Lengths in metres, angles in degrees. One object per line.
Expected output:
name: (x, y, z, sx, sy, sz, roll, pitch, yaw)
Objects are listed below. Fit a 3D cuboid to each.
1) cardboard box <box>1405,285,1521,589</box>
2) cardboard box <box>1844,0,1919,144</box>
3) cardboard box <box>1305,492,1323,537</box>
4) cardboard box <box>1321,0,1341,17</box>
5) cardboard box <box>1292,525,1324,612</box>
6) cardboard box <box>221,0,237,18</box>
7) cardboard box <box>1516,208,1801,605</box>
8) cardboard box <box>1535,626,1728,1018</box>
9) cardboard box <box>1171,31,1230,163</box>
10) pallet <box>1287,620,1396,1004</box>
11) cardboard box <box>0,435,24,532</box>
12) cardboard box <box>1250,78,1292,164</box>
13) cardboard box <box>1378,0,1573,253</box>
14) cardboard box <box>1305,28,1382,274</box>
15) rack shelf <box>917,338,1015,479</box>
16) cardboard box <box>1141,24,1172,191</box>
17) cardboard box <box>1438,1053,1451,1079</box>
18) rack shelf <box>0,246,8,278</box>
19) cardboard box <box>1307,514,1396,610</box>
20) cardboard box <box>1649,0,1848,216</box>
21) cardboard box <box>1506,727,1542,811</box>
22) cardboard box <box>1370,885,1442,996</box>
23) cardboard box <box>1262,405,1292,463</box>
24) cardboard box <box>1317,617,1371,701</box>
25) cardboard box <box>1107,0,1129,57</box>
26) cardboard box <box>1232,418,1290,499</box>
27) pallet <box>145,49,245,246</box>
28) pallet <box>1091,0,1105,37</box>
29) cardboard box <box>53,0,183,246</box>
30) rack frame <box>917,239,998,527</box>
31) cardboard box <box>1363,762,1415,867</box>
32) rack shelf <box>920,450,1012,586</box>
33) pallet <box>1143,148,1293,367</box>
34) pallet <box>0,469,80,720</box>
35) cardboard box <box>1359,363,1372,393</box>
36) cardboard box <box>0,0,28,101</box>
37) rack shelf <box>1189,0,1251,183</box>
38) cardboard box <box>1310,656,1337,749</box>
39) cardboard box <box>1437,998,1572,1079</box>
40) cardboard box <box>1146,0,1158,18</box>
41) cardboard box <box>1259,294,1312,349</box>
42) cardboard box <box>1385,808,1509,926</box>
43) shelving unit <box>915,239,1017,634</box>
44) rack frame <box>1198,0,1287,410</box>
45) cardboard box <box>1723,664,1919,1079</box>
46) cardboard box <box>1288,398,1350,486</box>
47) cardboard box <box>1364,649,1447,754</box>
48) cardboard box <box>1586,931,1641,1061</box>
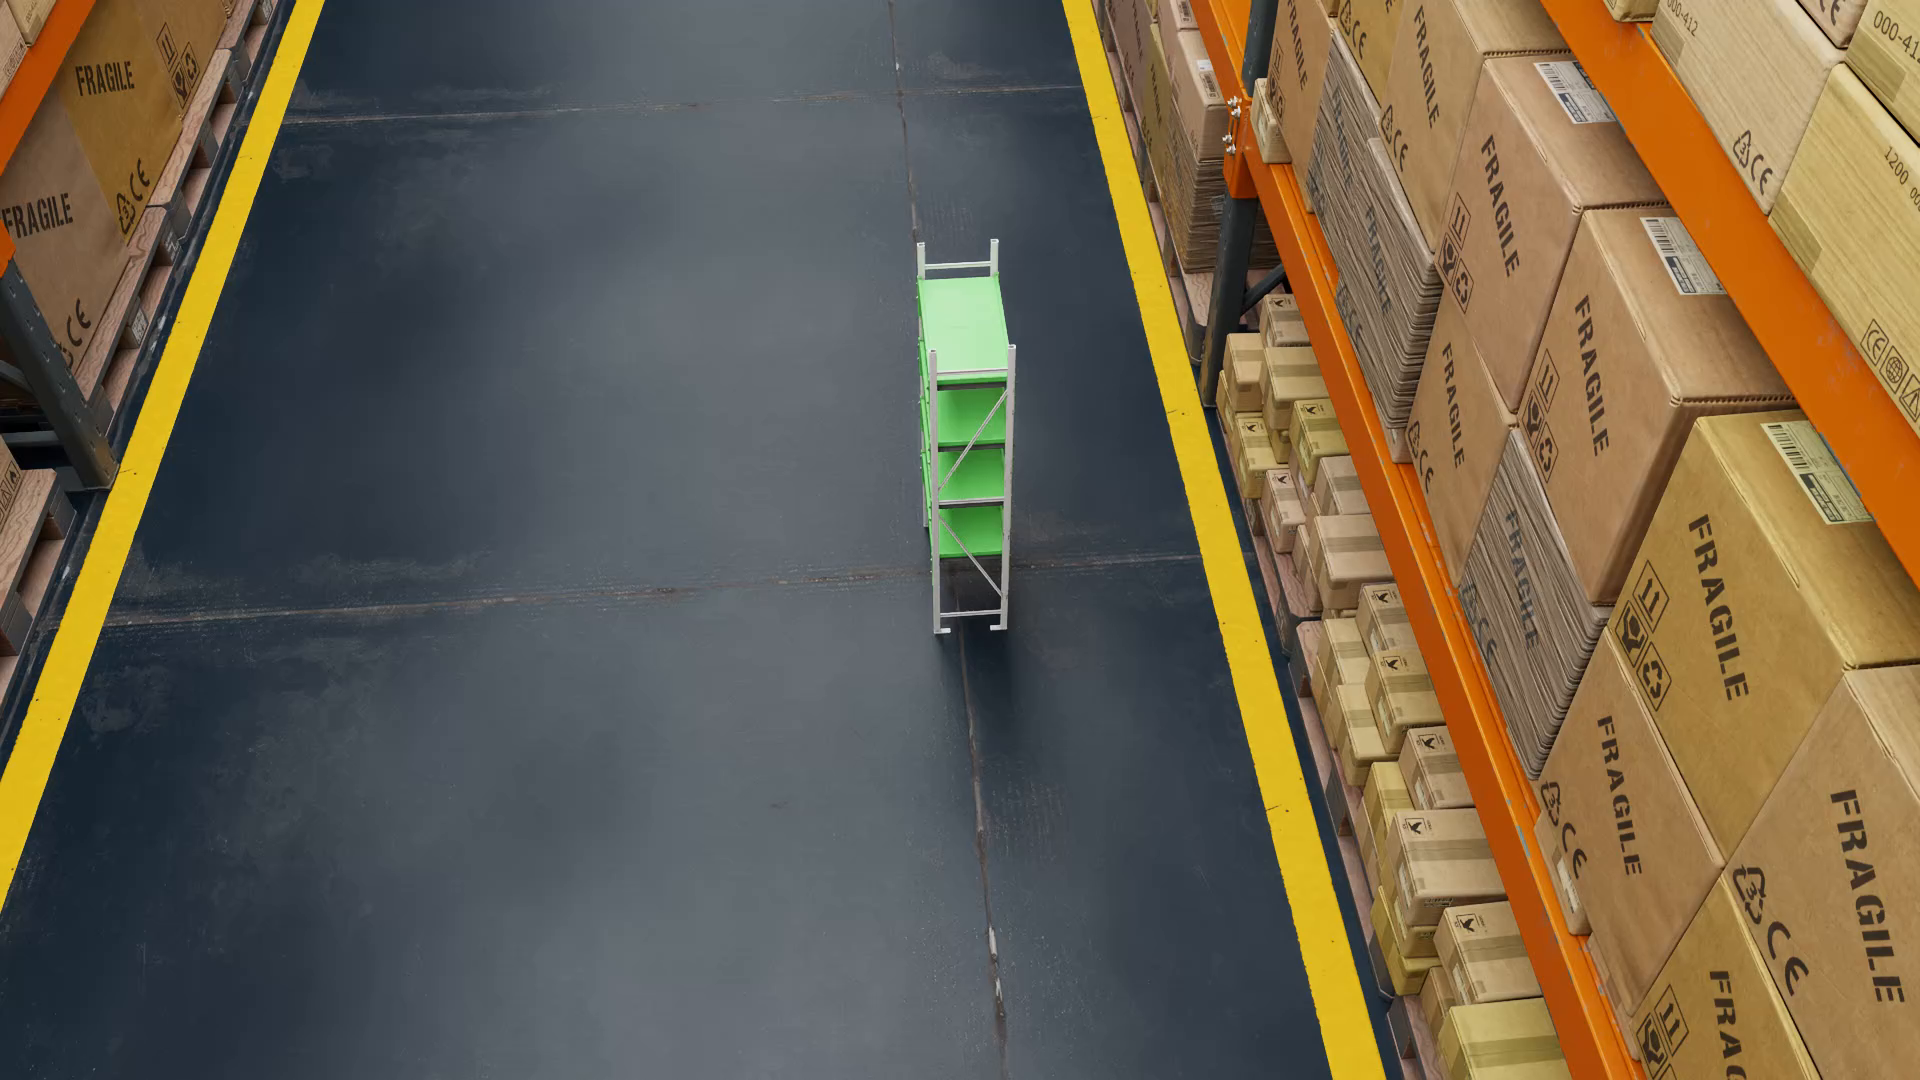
cardboard box: (1.323, -0.246, 3.644, 0.500, 0.500, 0.500, -1, 47, -1)
cardboard box: (1.402, -0.539, 1.888, 0.500, 0.250, 0.500, -5, 47, -4)
cardboard box: (1.301, -0.031, 5.183, 0.380, 0.149, 0.250, -6, 47, -5)
cardboard box: (1.198, -1.733, 4.363, 0.500, 0.500, 0.500, -2, 47, -2)
cardboard box: (1.279, 0.075, 5.287, 0.380, 0.149, 0.250, -4, 47, -4)
cardboard box: (-3.881, -3.023, 7.721, 0.875, 0.875, 0.875, -4, 47, -4)
cardboard box: (1.357, -0.238, 2.947, 0.500, 0.500, 0.500, -1, 47, -1)
cardboard box: (1.406, 0.481, 2.955, 0.500, 0.500, 0.500, -4, 47, -4)
cardboard box: (1.089, -1.660, 6.172, 0.500, 0.250, 0.500, -5, 47, -4)
pallet: (1.600, 0.734, 4.910, 1.003, 0.211, 1.213, -3, 47, -3)
cardboard box: (-3.575, -0.022, 5.181, 0.875, 0.438, 0.875, -4, 47, -4)
cardboard box: (1.101, -1.283, 5.072, 0.380, 0.149, 0.250, -2, 47, -2)
cardboard box: (1.268, -0.992, 3.662, 0.500, 0.500, 0.500, -3, 47, -3)
cardboard box: (1.242, -0.999, 4.357, 0.500, 0.500, 0.500, -3, 47, -3)
rack shelf: (0.014, -0.414, 5.073, 0.258, 0.148, 0.480, -3, 47, -3)
cardboard box: (1.048, -1.770, 6.793, 0.500, 0.500, 0.500, -4, 47, -4)
cardboard box: (1.364, 1.293, 3.928, 0.380, 0.149, 0.250, -5, 47, -5)
rack shelf: (-3.354, 0.475, 3.730, 1.077, 0.370, 4.000, -3, 47, -3)
cardboard box: (1.244, 0.059, 4.893, 0.380, 0.149, 0.250, -3, 47, -2)
cardboard box: (1.358, -0.721, 2.404, 0.500, 0.250, 0.500, -2, 47, -2)
cardboard box: (1.372, 0.430, 3.450, 0.380, 0.149, 0.250, -5, 47, -5)
cardboard box: (1.310, 1.033, 4.380, 0.380, 0.149, 0.250, -5, 47, -5)
cardboard box: (1.225, -0.401, 5.533, 0.380, 0.149, 0.250, -3, 47, -3)
cardboard box: (1.259, 0.356, 4.817, 0.380, 0.149, 0.250, -4, 47, -4)
cardboard box: (0.967, -2.511, 7.494, 0.500, 0.500, 0.500, -5, 47, -4)
cardboard box: (1.136, -0.282, 5.626, 0.380, 0.149, 0.250, -2, 47, -2)
pallet: (-3.766, -1.699, 7.214, 1.003, 0.211, 1.213, -3, 47, -3)
pallet: (1.132, -2.963, 8.411, 1.003, 0.211, 1.213, -3, 47, -3)
cardboard box: (-3.736, -1.730, 6.497, 0.875, 0.875, 0.875, -2, 47, -2)
rack frame: (-0.007, -0.469, 5.368, 0.240, 1.200, 0.015, -3, 47, -3)
cardboard box: (1.305, 0.733, 4.459, 0.380, 0.149, 0.250, -1, 47, -1)
rack shelf: (0.014, -0.084, 5.422, 0.258, 0.148, 0.480, -3, 47, -3)
pallet: (1.337, -1.198, 6.739, 1.003, 0.211, 1.213, -3, 47, -3)
pallet: (-3.535, 0.294, 5.326, 1.003, 0.211, 1.213, -3, 47, -3)
cardboard box: (1.244, -0.527, 4.356, 0.380, 0.149, 0.250, -3, 47, -3)
cardboard box: (-3.295, -1.503, 5.210, 0.500, 0.250, 0.500, -4, 47, -4)
rack shelf: (1.236, -2.793, 6.825, 1.077, 0.370, 4.000, -3, 47, -3)
cardboard box: (1.263, 0.461, 4.921, 0.380, 0.149, 0.250, -5, 47, -4)
cardboard box: (1.329, 1.199, 3.813, 0.380, 0.149, 0.250, -4, 47, -4)
cardboard box: (1.001, -2.414, 6.886, 0.500, 0.250, 0.500, -5, 47, -5)
cardboard box: (1.226, -0.701, 5.612, 0.380, 0.149, 0.250, -2, 47, -2)
cardboard box: (1.293, 0.817, 4.175, 0.380, 0.149, 0.250, -2, 47, -2)
shelving unit: (0.014, -0.293, 5.201, 0.258, 1.200, 0.503, -3, 47, -3)
rack frame: (1.403, -1.594, 5.193, 1.000, 3.000, 0.127, -3, 47, -3)
cardboard box: (1.452, 0.504, 2.245, 0.500, 0.500, 0.500, -4, 47, -4)
cardboard box: (1.260, -0.318, 5.249, 0.380, 0.149, 0.250, -4, 47, -4)
cardboard box: (1.331, 0.432, 4.540, 0.380, 0.149, 0.250, -3, 47, -3)
cardboard box: (1.410, 0.805, 3.094, 0.380, 0.149, 0.250, -4, 47, -4)
